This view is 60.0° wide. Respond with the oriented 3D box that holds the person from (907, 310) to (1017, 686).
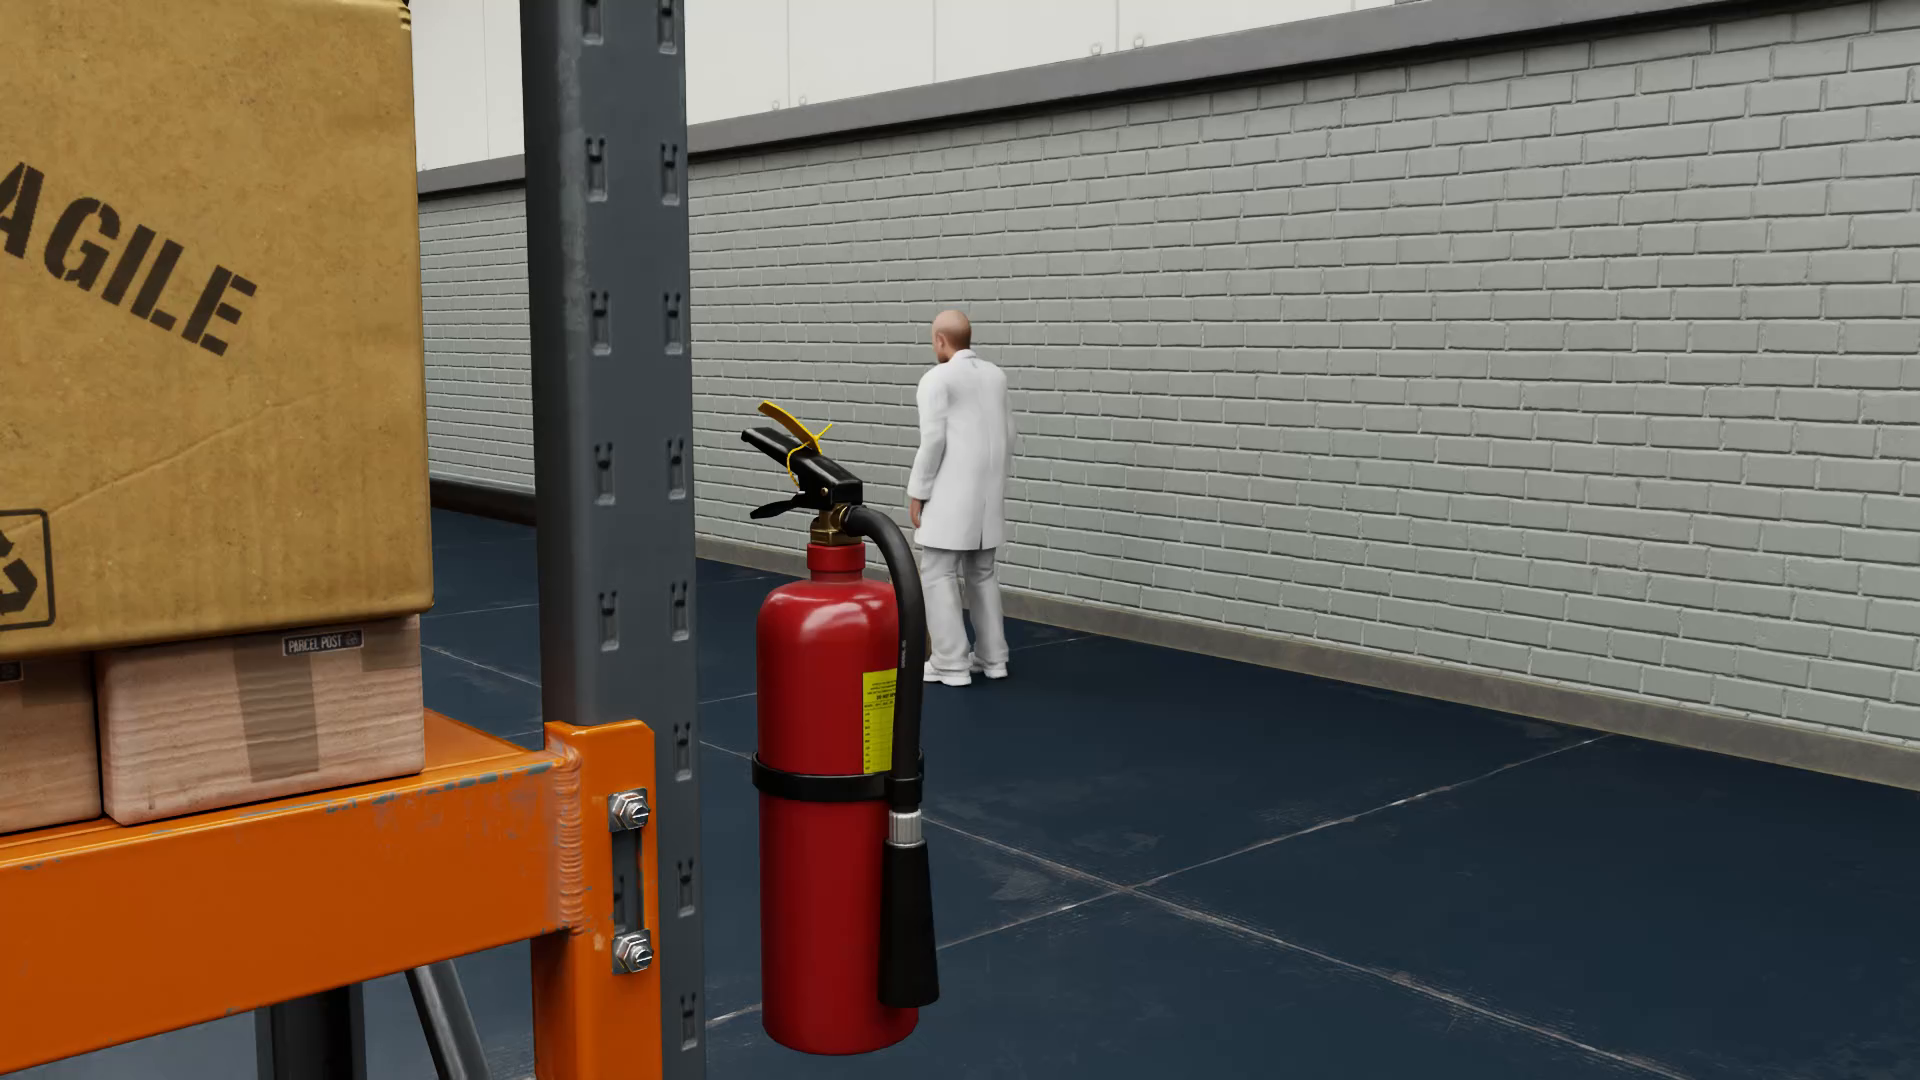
[{"bbox_3d":[0.002,-0.174,7.958,0.617,1.709,0.426,-7,10,-43],"label":"person"}]
